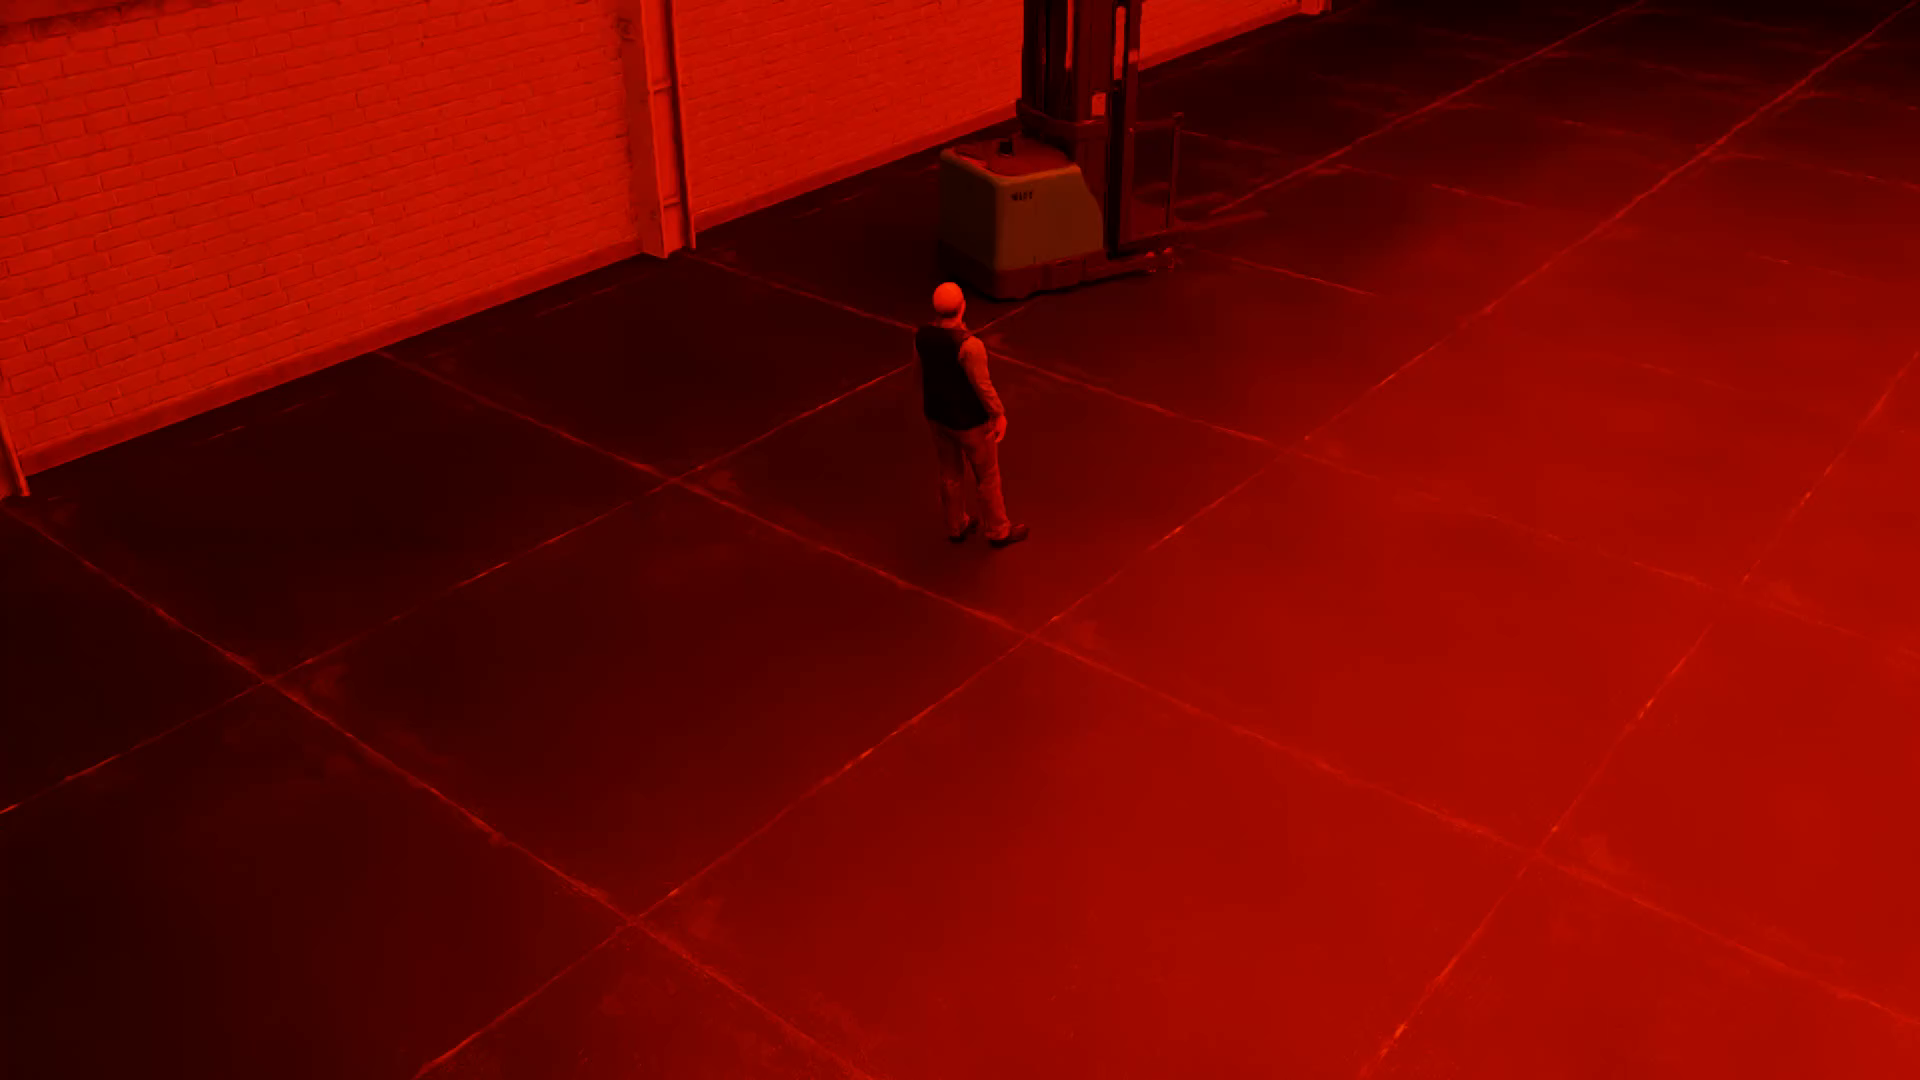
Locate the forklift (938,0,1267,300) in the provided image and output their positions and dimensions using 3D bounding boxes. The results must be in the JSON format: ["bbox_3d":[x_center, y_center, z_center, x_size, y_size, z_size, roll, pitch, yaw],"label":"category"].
[{"bbox_3d":[1.335,-3.809,14.114,3.031,2.935,1.130,-17,34,-26],"label":"forklift"}]

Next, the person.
[{"bbox_3d":[0.045,-0.771,10.100,0.632,1.720,0.567,22,37,33],"label":"person"}]
